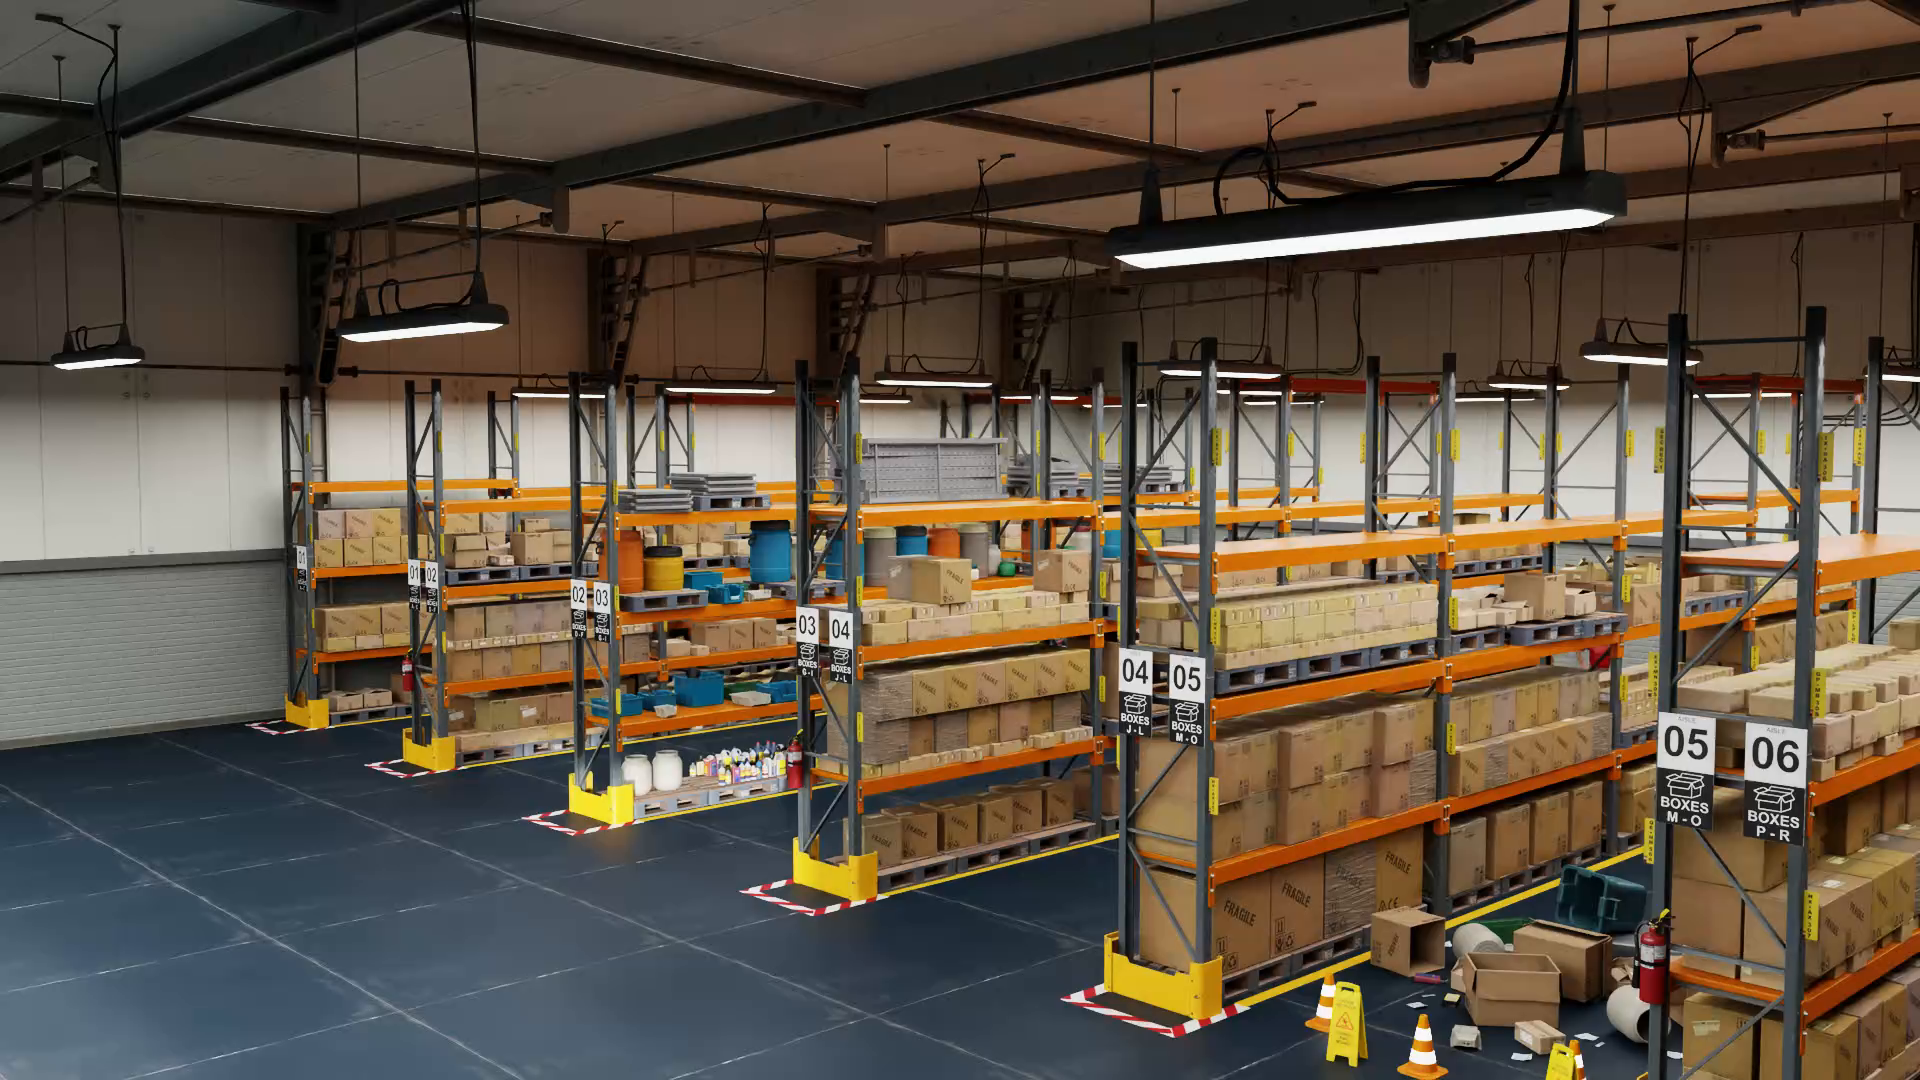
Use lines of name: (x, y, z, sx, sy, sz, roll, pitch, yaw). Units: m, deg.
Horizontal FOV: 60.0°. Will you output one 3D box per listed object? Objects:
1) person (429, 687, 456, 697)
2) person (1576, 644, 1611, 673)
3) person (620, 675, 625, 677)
person: (-8.634, 2.500, 28.240, 0.668, 1.746, 0.646, 1, 4, 20)
person: (11.409, 2.429, 29.717, 0.700, 1.798, 0.788, -1, 4, -12)
person: (-6.385, 2.327, 30.698, 0.723, 1.783, 1.077, 3, 5, 40)
